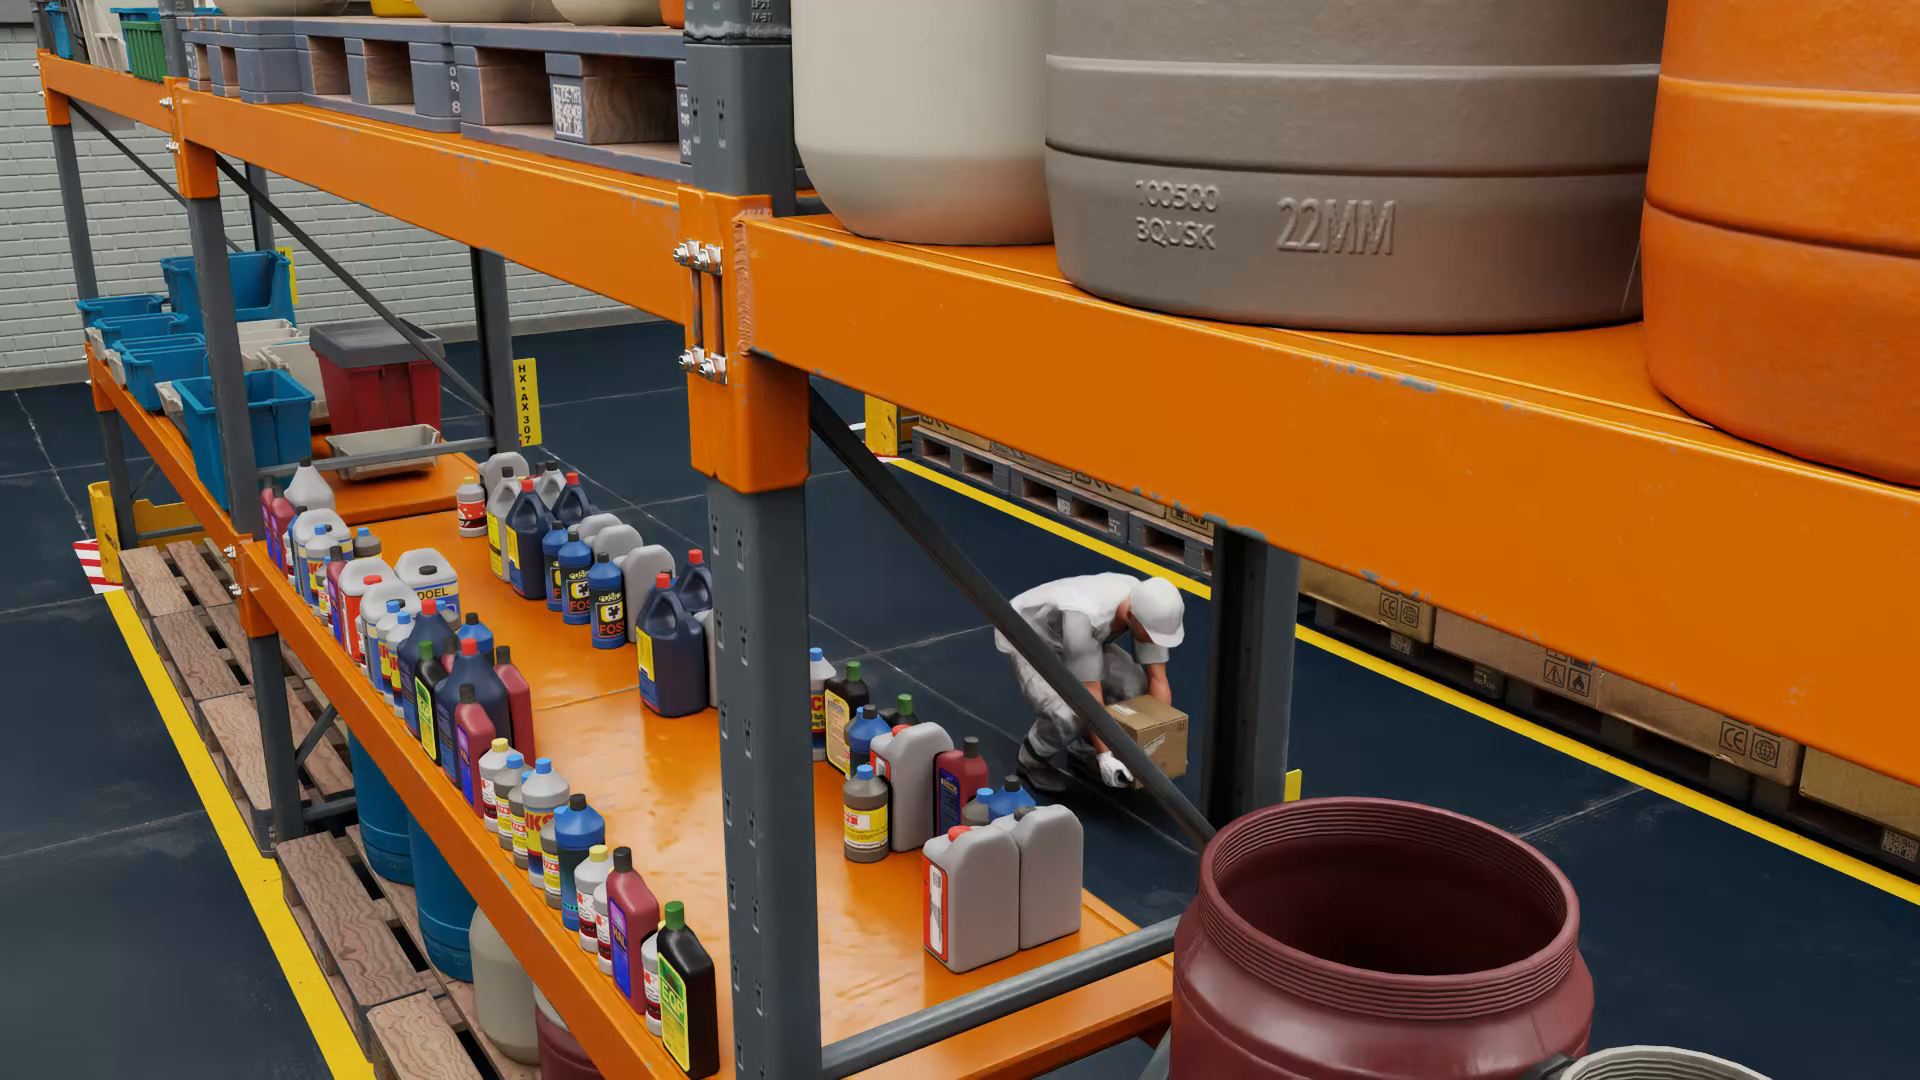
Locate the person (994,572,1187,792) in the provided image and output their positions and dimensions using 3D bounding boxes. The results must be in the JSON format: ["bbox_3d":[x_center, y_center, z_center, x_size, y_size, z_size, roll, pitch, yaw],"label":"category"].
[{"bbox_3d":[0.522,0.536,6.658,0.535,0.993,0.902,-12,21,-33],"label":"person"}]
